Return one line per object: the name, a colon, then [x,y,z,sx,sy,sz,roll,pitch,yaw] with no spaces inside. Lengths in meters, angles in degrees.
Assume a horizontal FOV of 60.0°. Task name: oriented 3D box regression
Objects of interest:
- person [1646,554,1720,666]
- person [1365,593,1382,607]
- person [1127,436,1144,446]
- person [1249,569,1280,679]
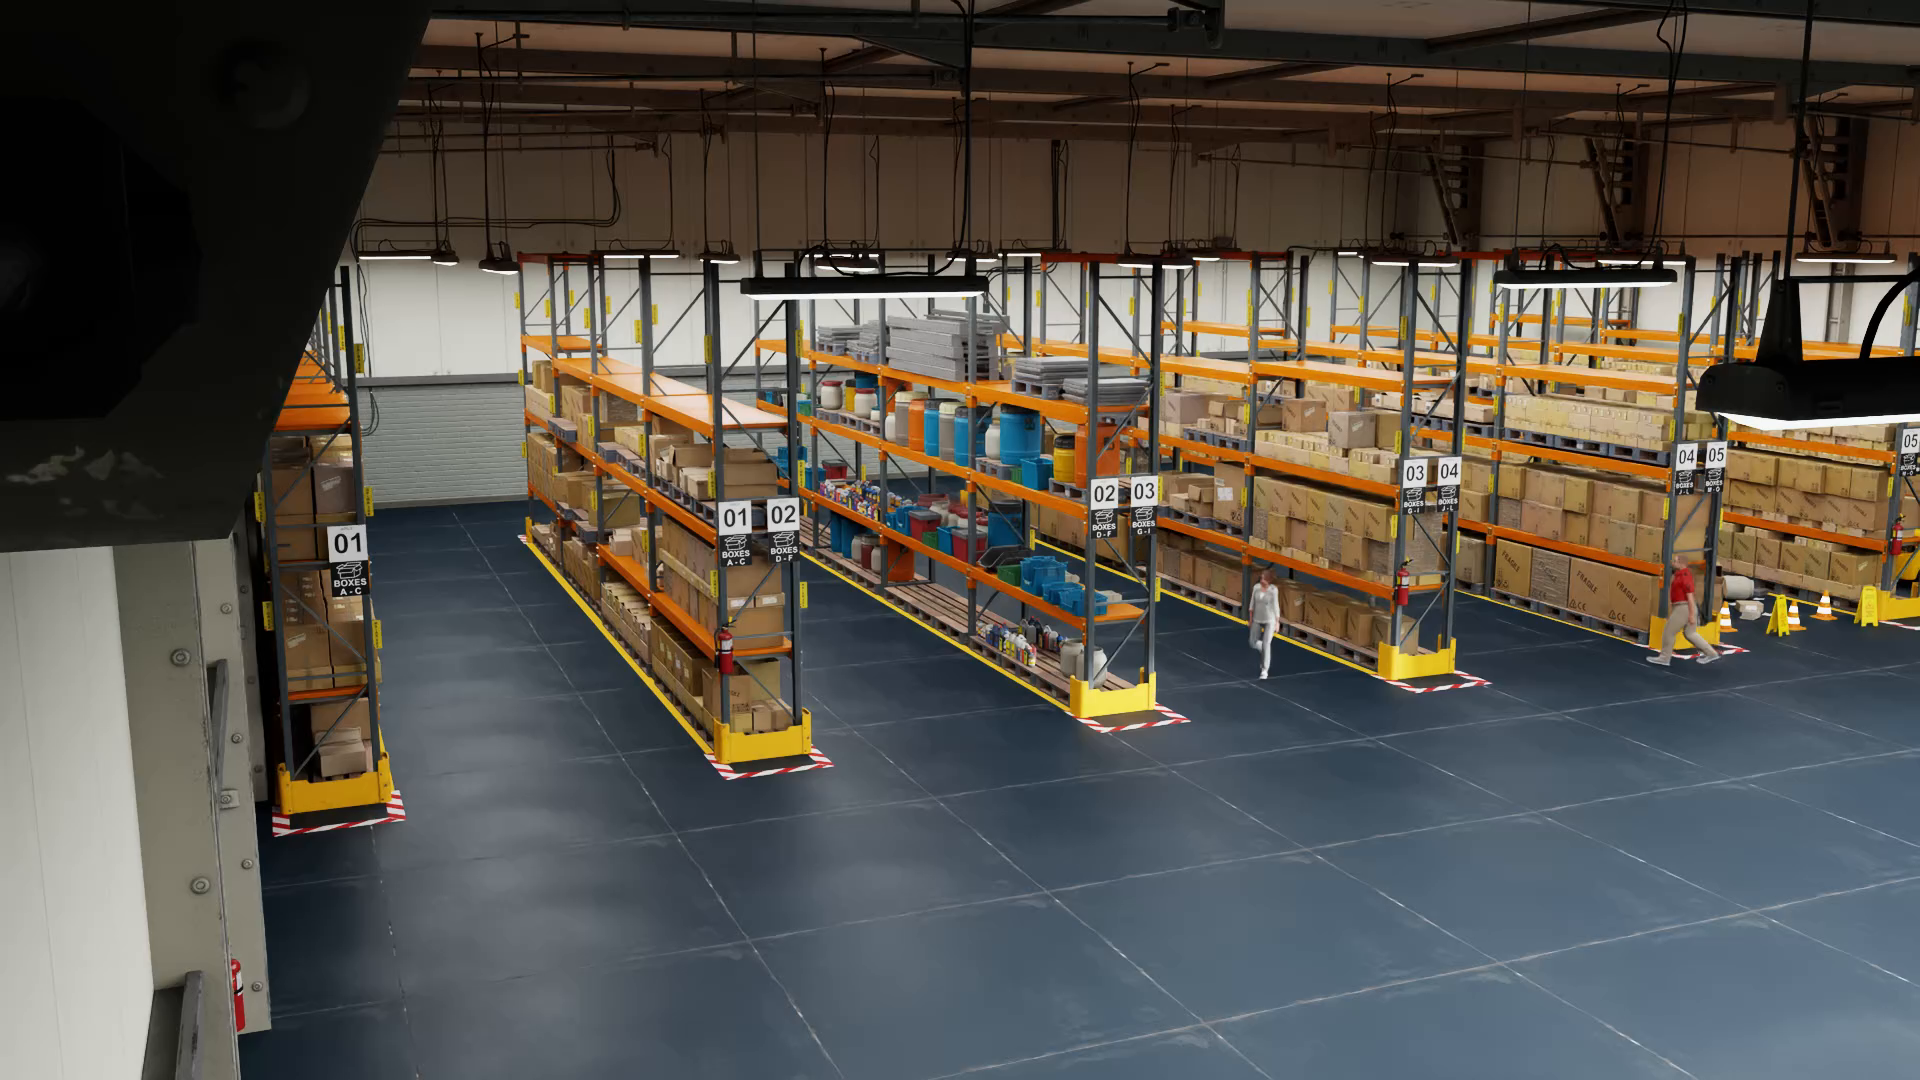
person: [10.776,1.043,24.650,0.985,1.683,0.540,6,12,31]
person: [6.871,0.465,27.690,0.636,1.740,0.678,-2,11,-10]
person: [4.657,-2.459,44.167,0.436,1.513,0.997,3,11,15]
person: [4.432,1.184,24.126,0.472,1.584,0.598,6,12,31]
